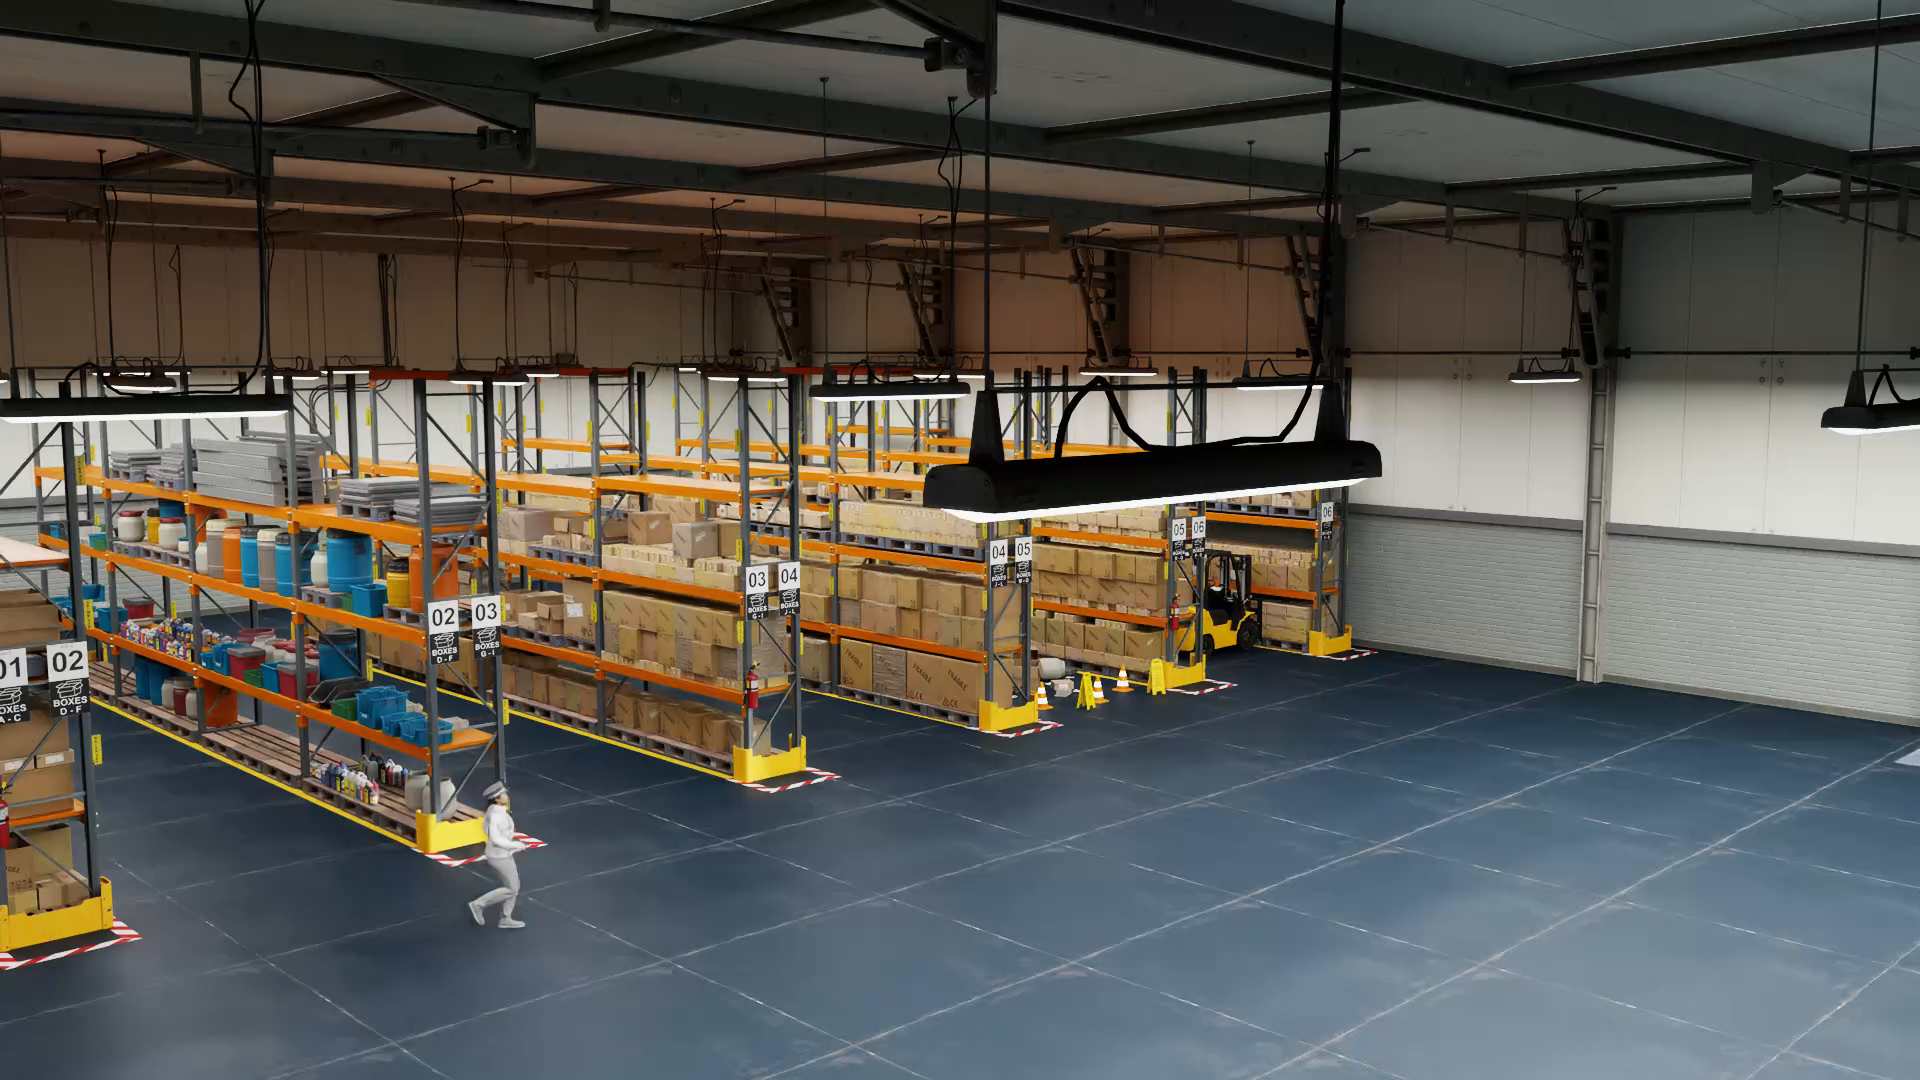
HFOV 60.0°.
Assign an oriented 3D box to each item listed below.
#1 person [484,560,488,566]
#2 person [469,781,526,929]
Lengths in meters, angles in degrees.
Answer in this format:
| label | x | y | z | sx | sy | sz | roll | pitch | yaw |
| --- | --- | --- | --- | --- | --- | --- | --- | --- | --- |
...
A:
| label | x | y | z | sx | sy | sz | roll | pitch | yaw |
| --- | --- | --- | --- | --- | --- | --- | --- | --- | --- |
| person | -10.663 | 1.291 | 37.473 | 0.575 | 1.671 | 0.828 | -4 | 8 | -34 |
| person | -5.084 | 3.456 | 18.224 | 0.620 | 1.657 | 0.616 | -2 | 7 | -20 |
